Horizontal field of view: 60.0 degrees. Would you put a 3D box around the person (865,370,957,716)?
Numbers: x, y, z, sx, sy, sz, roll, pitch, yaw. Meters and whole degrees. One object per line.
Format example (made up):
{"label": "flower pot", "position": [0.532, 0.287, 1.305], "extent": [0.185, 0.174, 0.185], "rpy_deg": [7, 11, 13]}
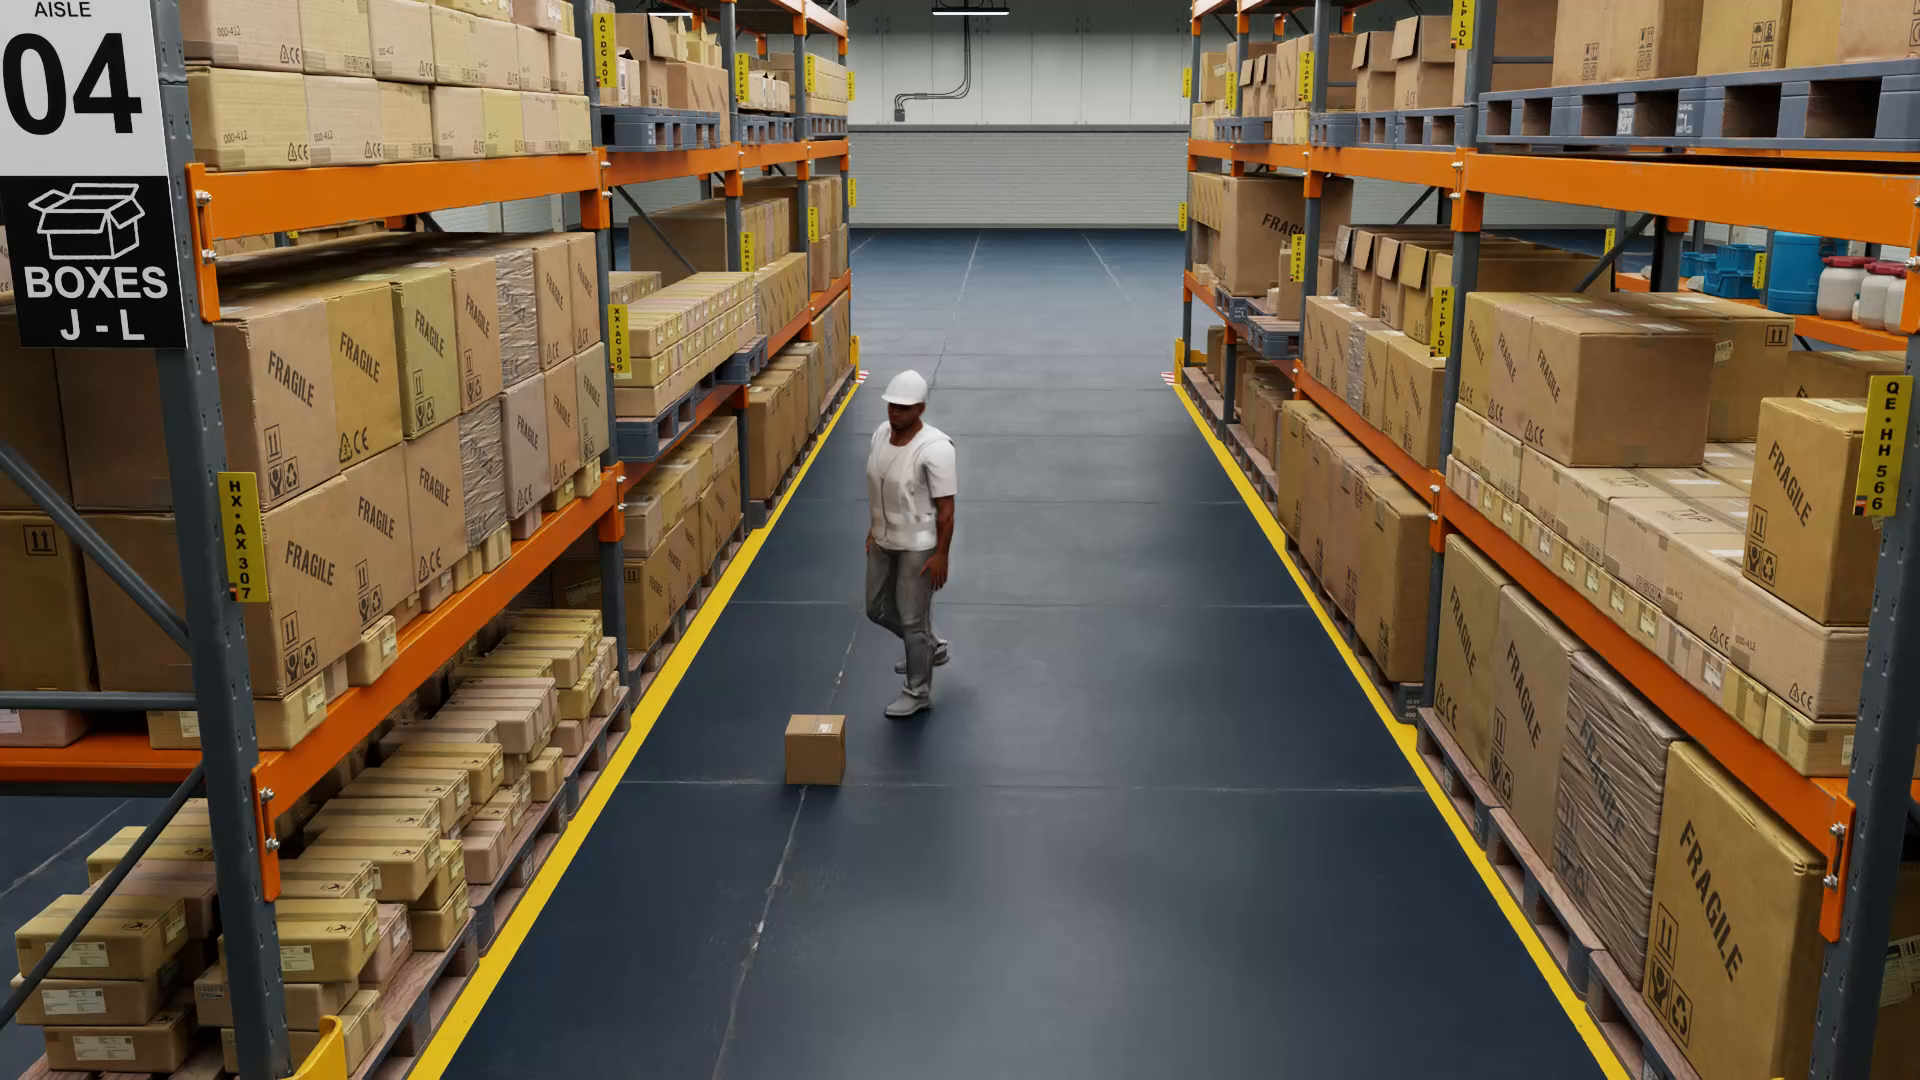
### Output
{"label": "person", "position": [-0.208, 0.002, 8.421], "extent": [0.579, 1.765, 0.609], "rpy_deg": [-12, 18, -40]}
